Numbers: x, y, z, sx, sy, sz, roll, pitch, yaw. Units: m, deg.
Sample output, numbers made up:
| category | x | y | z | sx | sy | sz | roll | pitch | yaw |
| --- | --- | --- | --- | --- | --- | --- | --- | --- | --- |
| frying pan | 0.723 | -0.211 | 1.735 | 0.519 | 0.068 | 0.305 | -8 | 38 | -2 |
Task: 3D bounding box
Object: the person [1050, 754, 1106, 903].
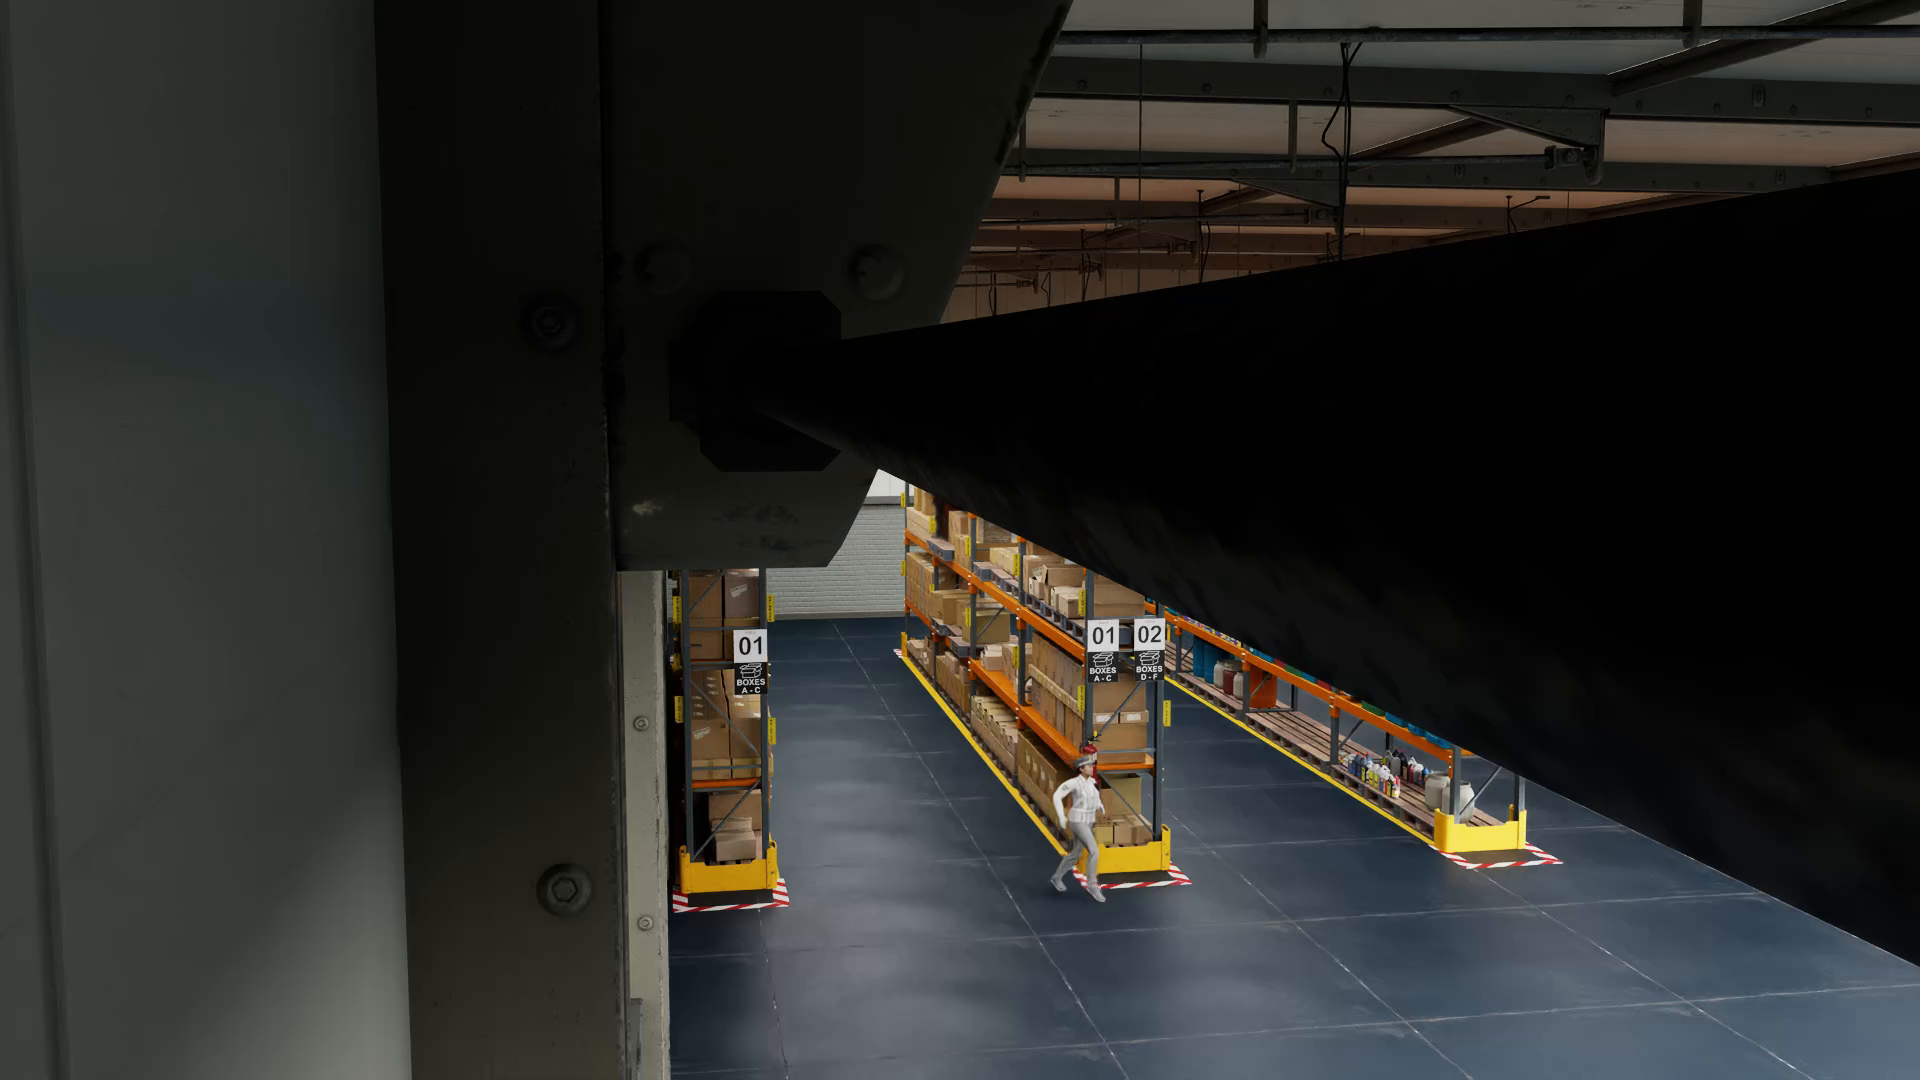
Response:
| category | x | y | z | sx | sy | sz | roll | pitch | yaw |
| --- | --- | --- | --- | --- | --- | --- | --- | --- | --- |
| person | 1.501 | 3.420 | 19.982 | 0.796 | 1.691 | 0.594 | 4 | 7 | 35 |
